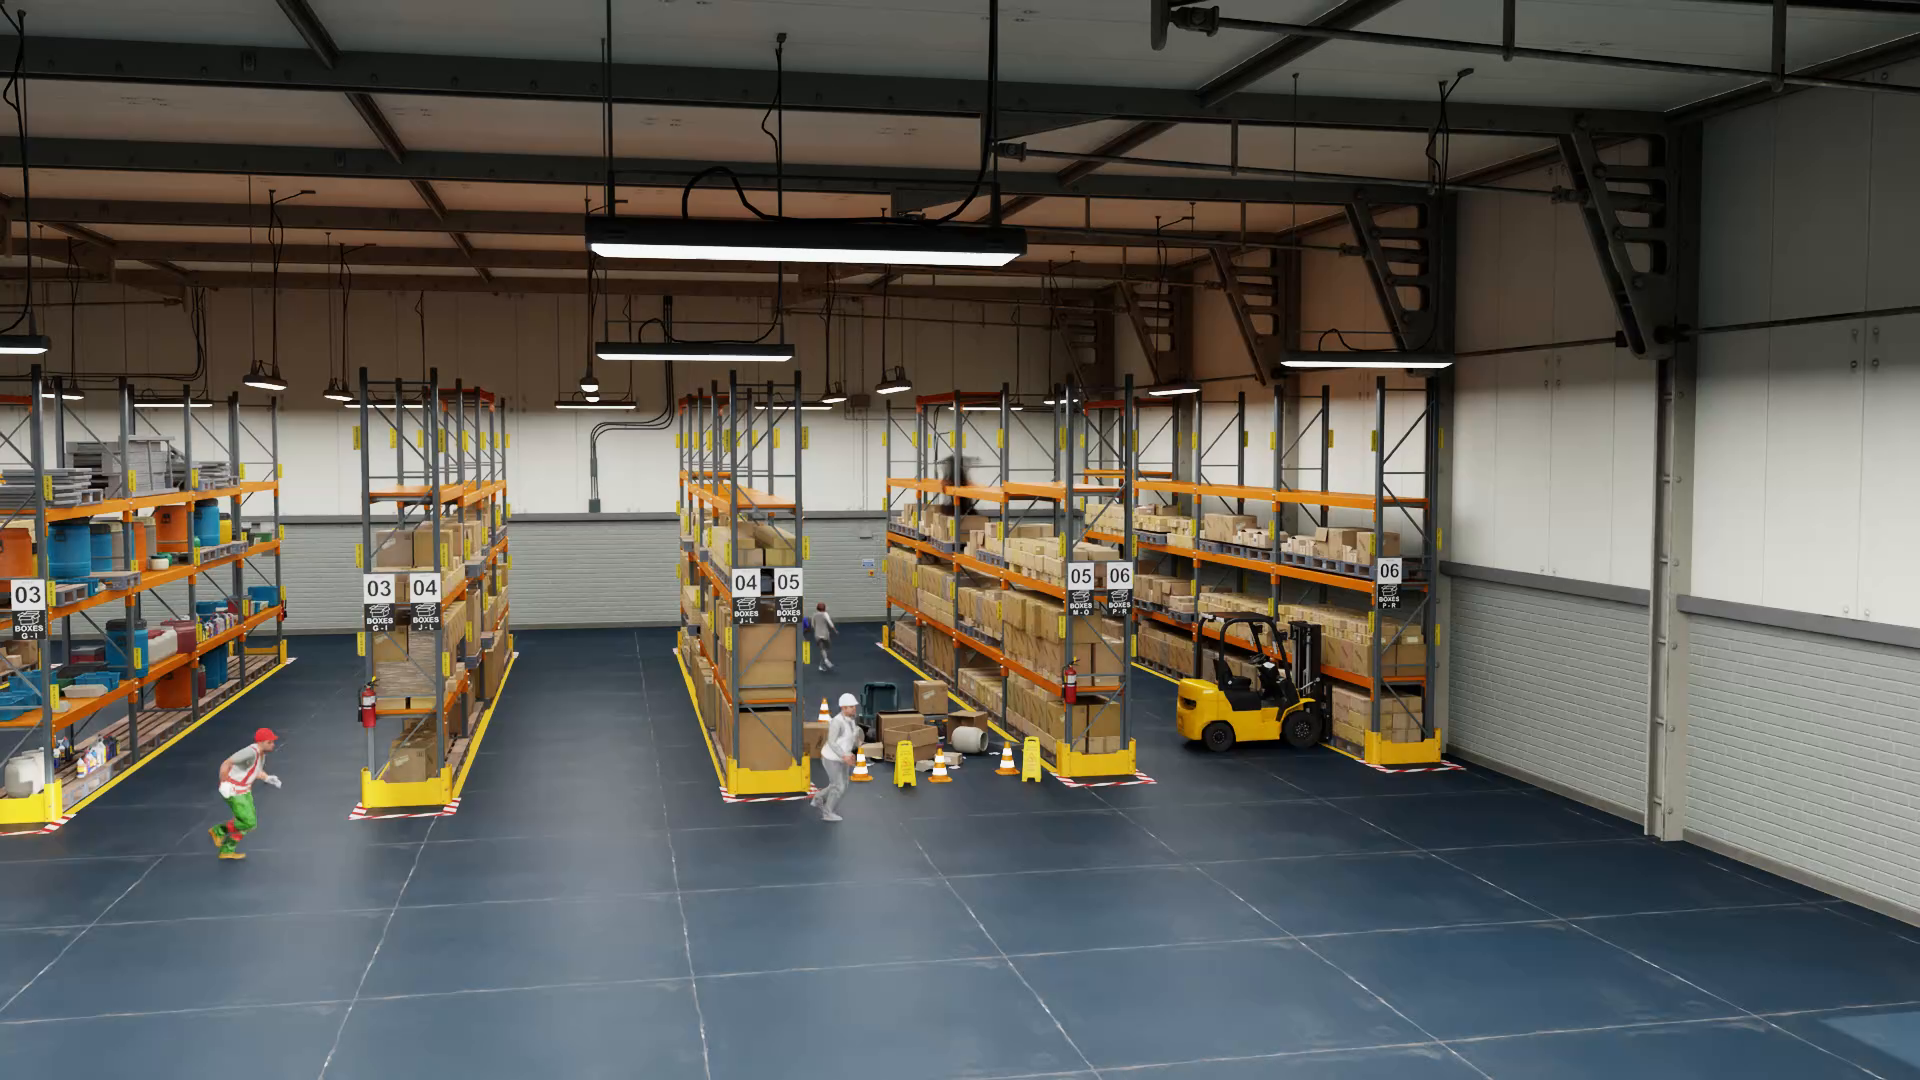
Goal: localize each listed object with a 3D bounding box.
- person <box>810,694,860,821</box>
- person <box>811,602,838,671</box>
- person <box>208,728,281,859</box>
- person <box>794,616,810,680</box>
[{"bbox_3d":[-1.657,2.850,21.865,0.767,1.704,0.630,1,4,18],"label":"person"},{"bbox_3d":[-2.976,2.116,36.167,0.646,1.527,0.583,1,3,12],"label":"person"},{"bbox_3d":[-8.548,3.035,19.815,0.862,1.589,0.696,0,3,3],"label":"person"},{"bbox_3d":[-3.395,2.194,34.513,0.625,1.618,0.954,-1,3,-12],"label":"person"}]
